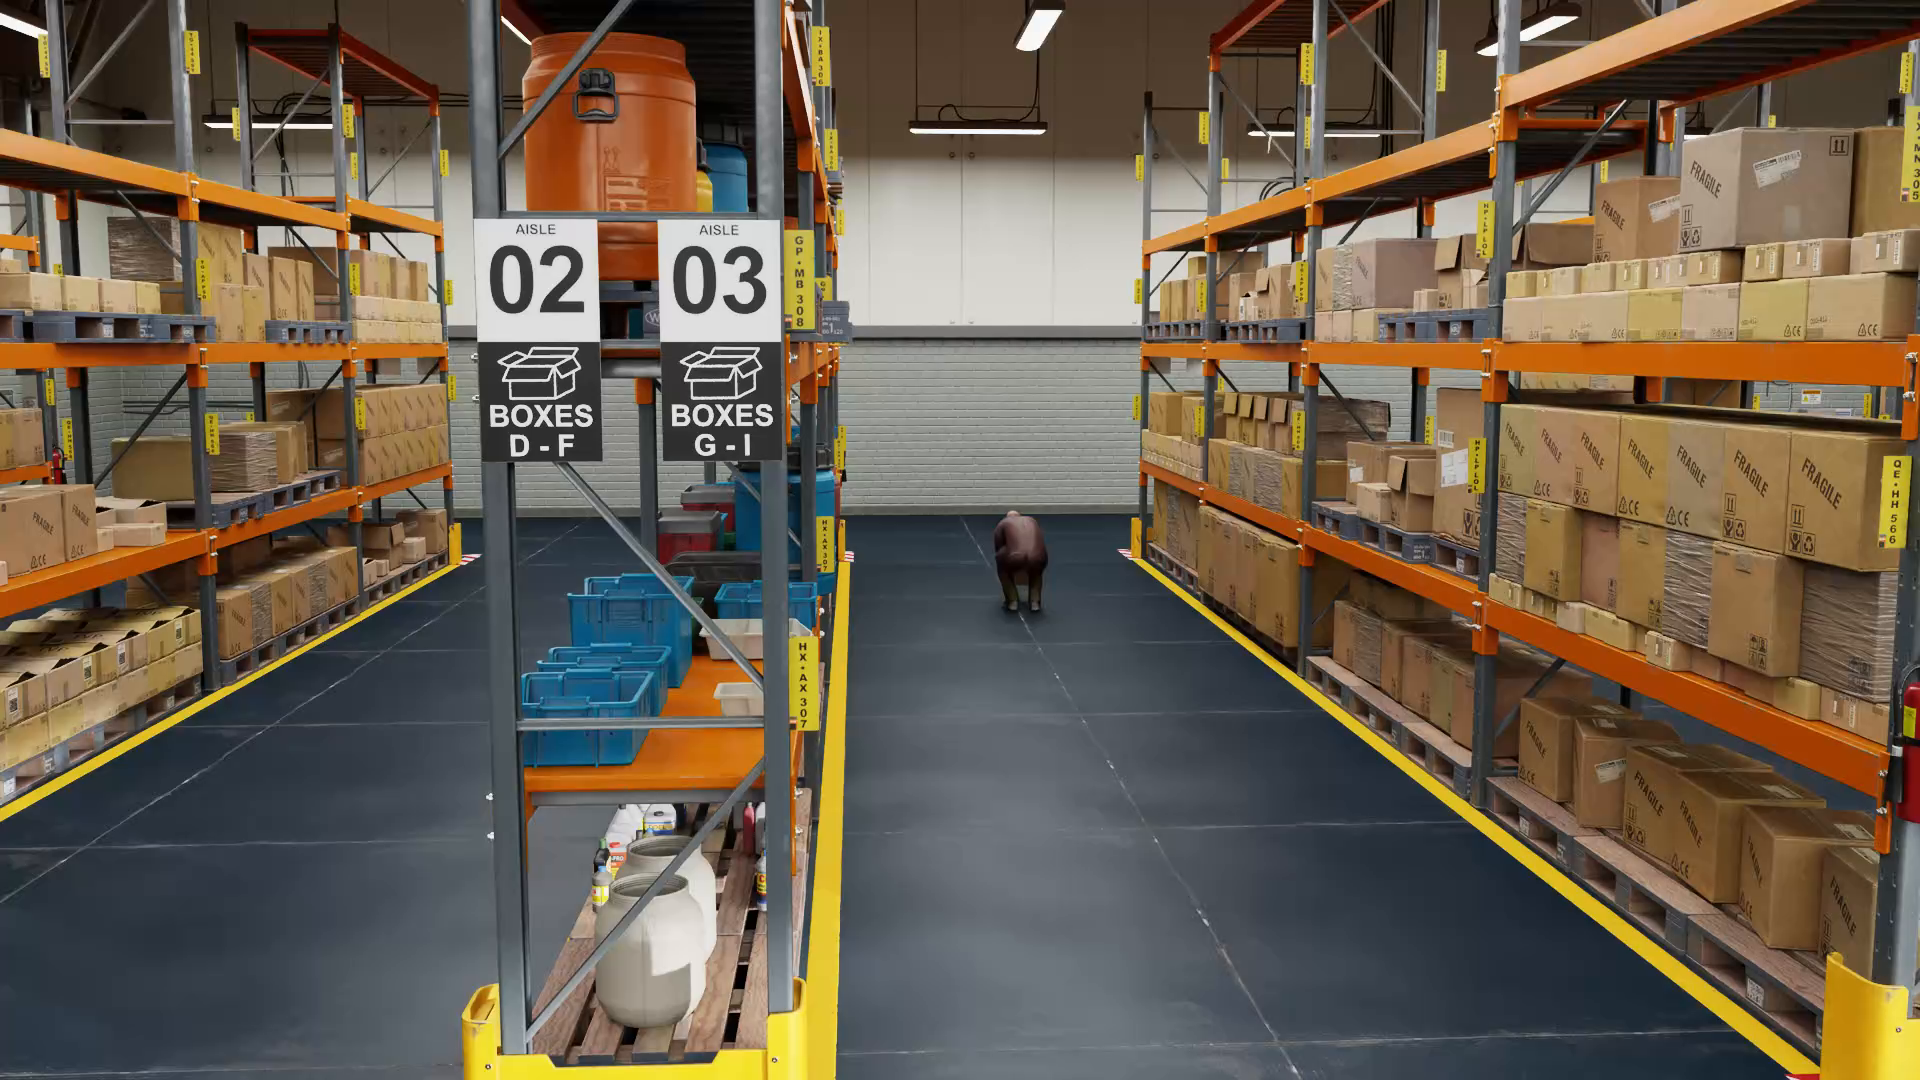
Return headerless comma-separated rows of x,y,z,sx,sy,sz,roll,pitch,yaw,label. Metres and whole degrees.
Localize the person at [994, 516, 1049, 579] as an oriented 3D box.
0.652,0.123,17.688,0.585,0.715,0.859,-1,7,-6,person
